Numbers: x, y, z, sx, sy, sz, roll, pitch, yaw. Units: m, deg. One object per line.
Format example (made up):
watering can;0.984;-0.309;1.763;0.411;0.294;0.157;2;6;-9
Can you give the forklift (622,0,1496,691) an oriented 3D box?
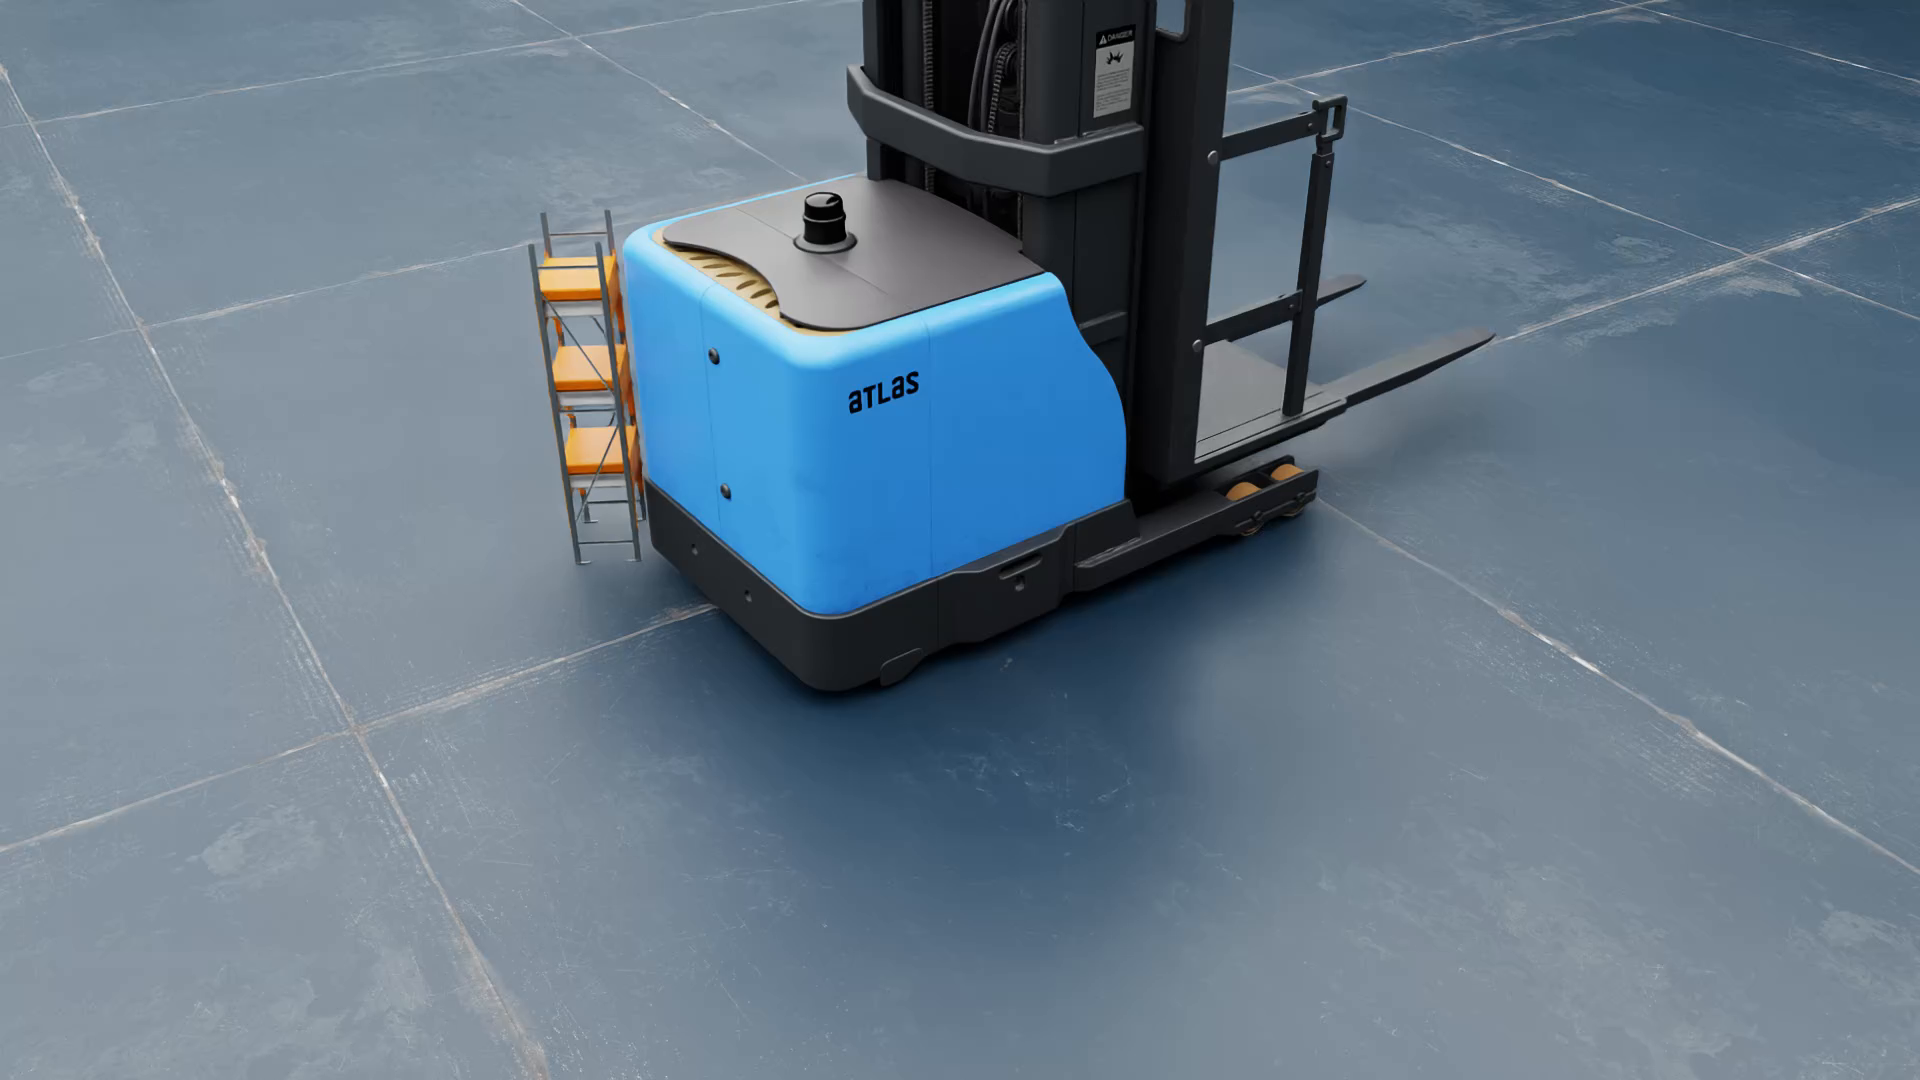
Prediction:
forklift;0.532;-1.458;4.813;3.031;2.935;1.130;-22;38;-31

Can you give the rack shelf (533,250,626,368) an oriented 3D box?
rack shelf;-1.097;-0.669;4.814;0.215;0.259;0.240;-2;32;-3

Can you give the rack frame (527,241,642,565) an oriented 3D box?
rack frame;-1.087;-0.374;4.857;0.200;1.050;0.008;-2;32;-3

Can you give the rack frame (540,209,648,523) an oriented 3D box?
rack frame;-1.105;-0.503;5.063;0.200;1.050;0.008;-2;32;-3

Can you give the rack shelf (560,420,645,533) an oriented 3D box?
rack shelf;-1.095;-0.194;5.114;0.215;0.259;0.240;-2;32;-3

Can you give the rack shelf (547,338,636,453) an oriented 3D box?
rack shelf;-1.096;-0.430;4.966;0.215;0.259;0.240;-2;32;-3

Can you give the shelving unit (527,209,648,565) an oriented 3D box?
shelving unit;-1.096;-0.438;4.960;0.215;1.050;0.252;-2;32;-3
